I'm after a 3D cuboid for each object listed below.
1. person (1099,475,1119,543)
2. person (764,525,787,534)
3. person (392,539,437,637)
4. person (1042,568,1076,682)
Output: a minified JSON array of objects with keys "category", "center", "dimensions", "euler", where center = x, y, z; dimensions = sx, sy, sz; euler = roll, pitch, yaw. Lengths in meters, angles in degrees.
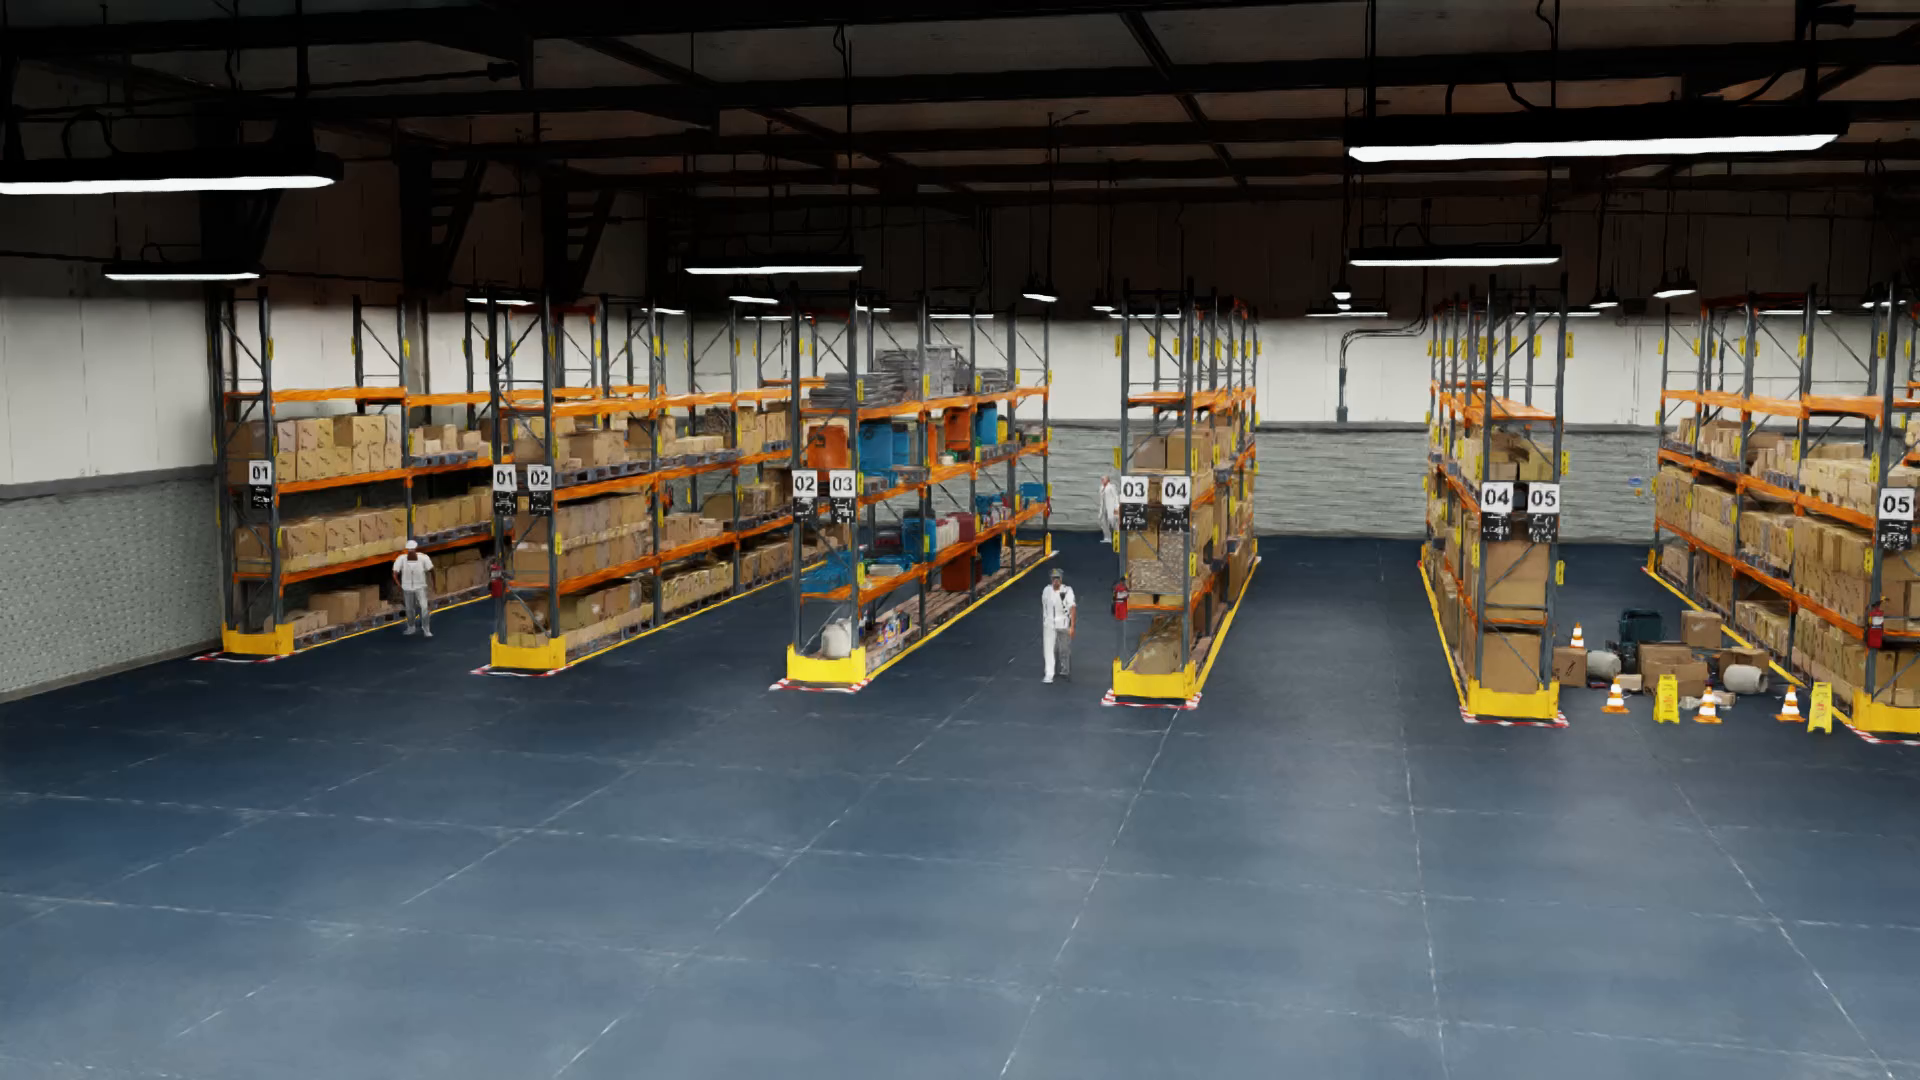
[{"category":"person","center":[3.903,-0.819,43.081],"dimensions":[0.616,1.766,0.620],"euler":[-6,9,-41]},{"category":"person","center":[-4.934,-0.998,44.630],"dimensions":[0.716,1.763,0.521],"euler":[-4,7,-29]},{"category":"person","center":[-9.498,0.828,28.943],"dimensions":[0.704,1.710,0.751],"euler":[-1,7,-8]},{"category":"person","center":[1.491,1.263,25.149],"dimensions":[0.554,1.712,1.040],"euler":[1,7,12]}]
